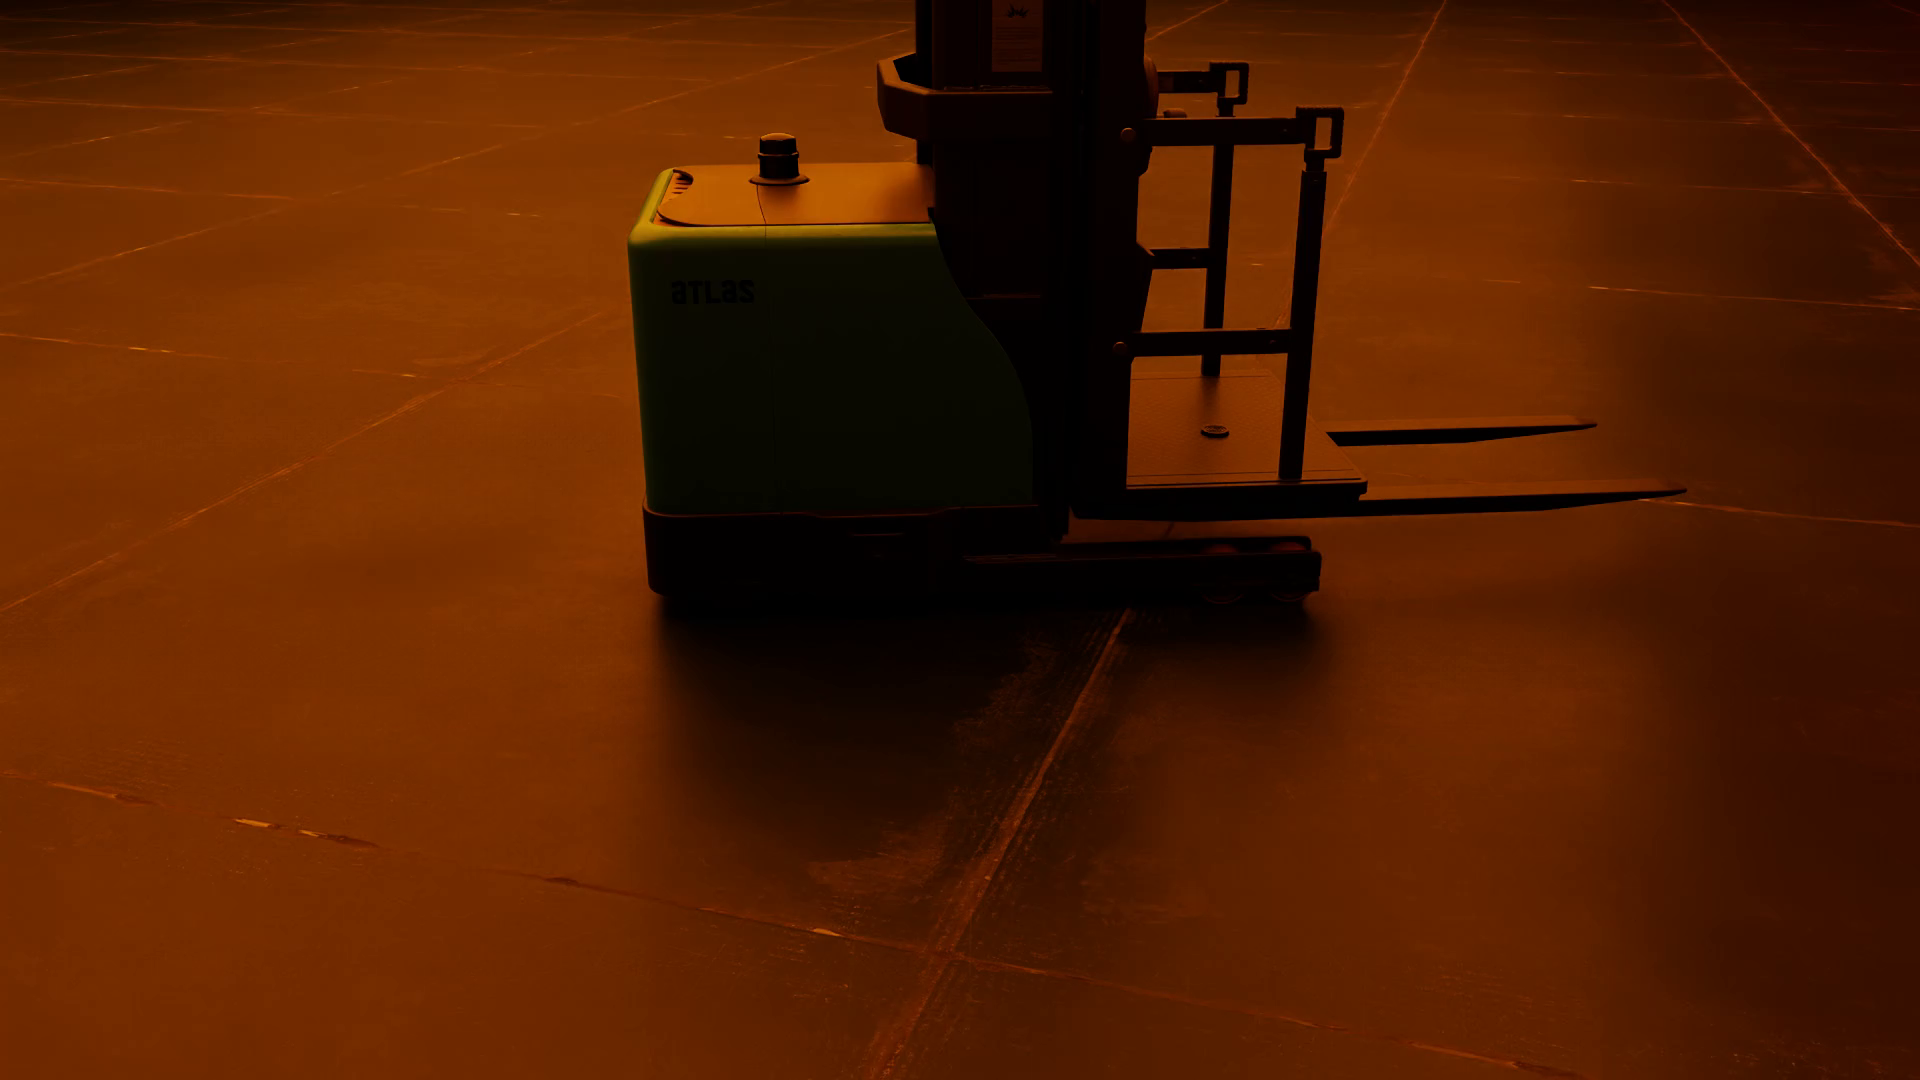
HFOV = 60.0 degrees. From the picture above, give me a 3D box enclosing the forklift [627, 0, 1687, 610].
[{"bbox_3d":[0.606,-1.374,4.608,3.031,2.935,1.130,-2,23,-4],"label":"forklift"}]
